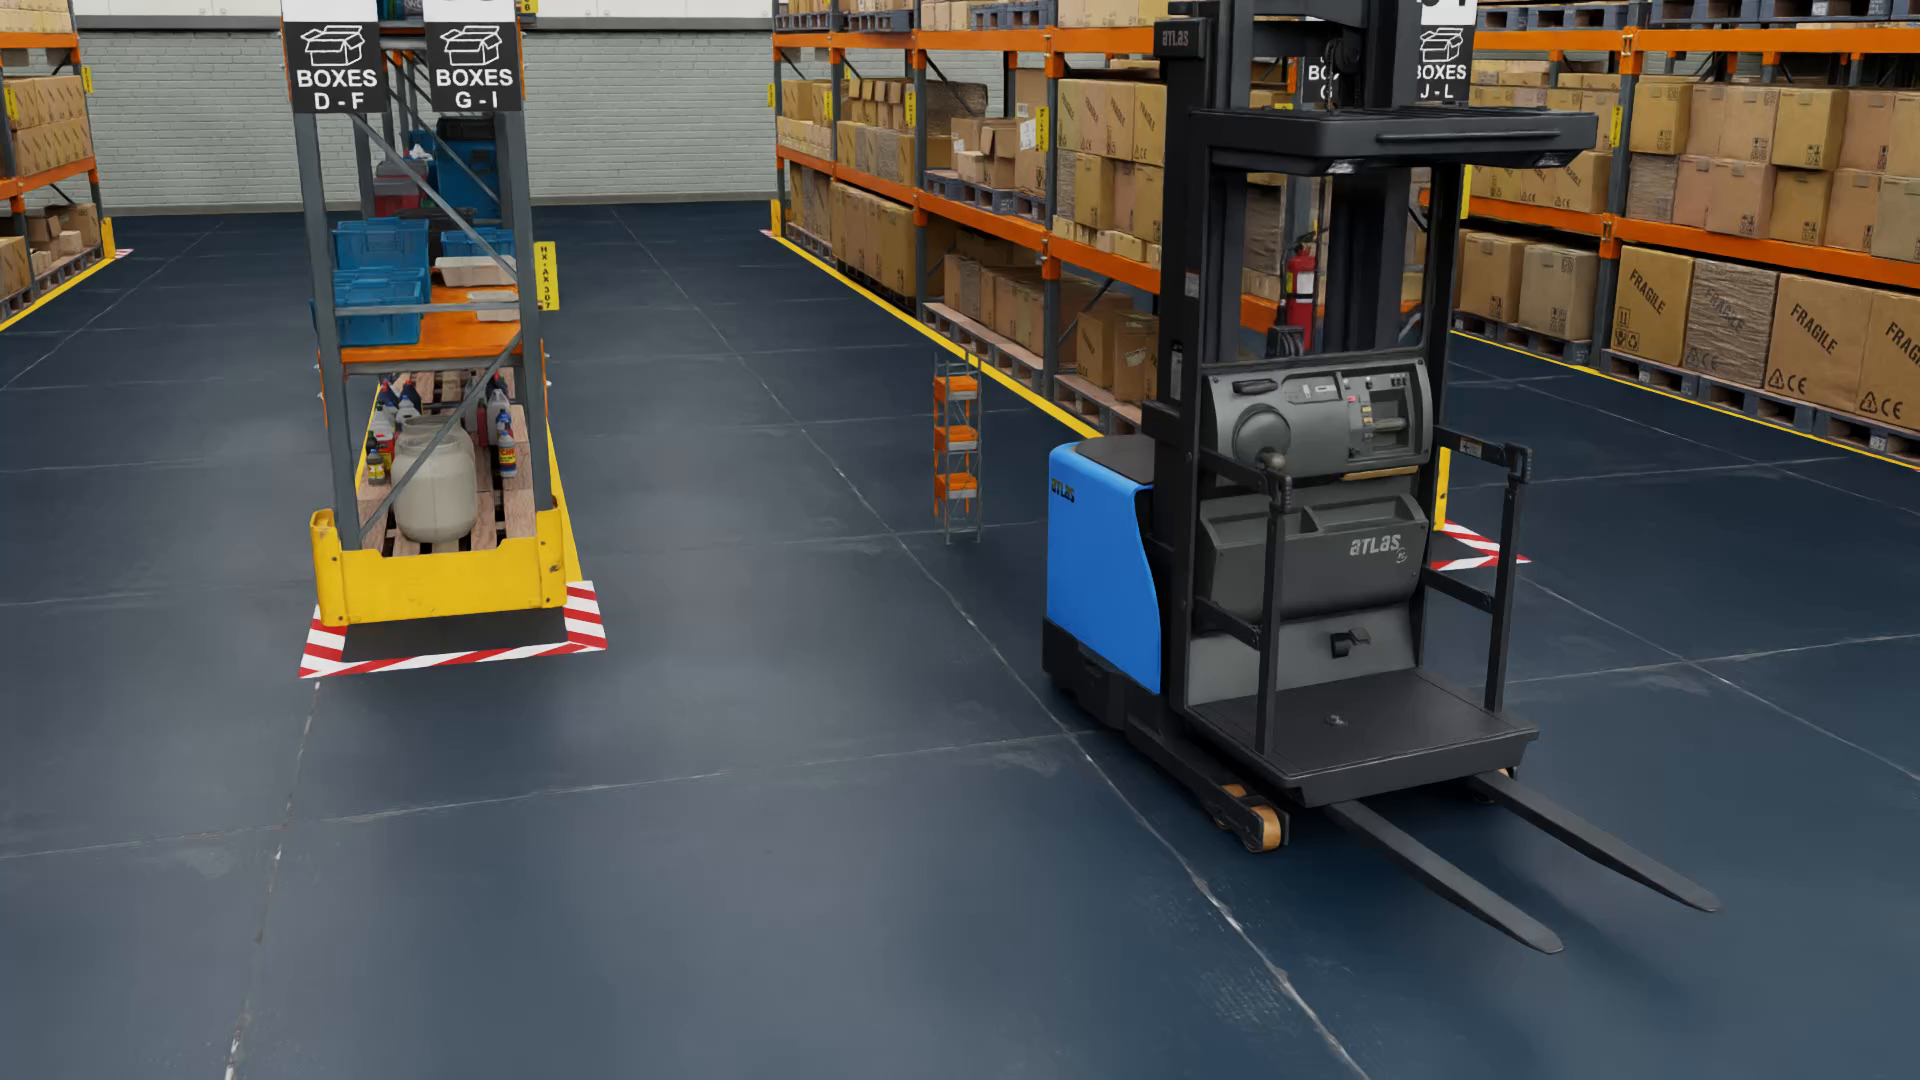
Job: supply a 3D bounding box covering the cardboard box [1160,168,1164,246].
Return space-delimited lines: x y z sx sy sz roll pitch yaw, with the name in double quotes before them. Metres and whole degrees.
"cardboard box" 1.777 -2.096 10.524 0.875 0.500 0.500 -5 17 -15

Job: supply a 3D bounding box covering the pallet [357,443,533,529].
"pallet" -3.127 -0.333 10.193 1.003 0.211 1.213 -5 17 -15

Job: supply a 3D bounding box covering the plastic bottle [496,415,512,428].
"plastic bottle" -2.832 -0.642 10.352 0.097 0.271 0.097 0 17 0

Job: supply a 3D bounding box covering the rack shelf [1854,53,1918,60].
"rack shelf" 13.803 -6.516 21.965 1.077 0.370 4.000 -5 17 -15

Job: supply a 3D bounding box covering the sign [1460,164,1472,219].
"sign" 2.772 -1.938 9.185 0.100 0.325 0.005 -5 17 -15

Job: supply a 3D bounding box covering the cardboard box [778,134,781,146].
"cardboard box" -2.366 -5.662 23.523 0.380 0.149 0.250 -4 17 -15

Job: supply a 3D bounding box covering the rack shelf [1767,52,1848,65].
"rack shelf" 10.130 -5.016 16.972 1.077 0.370 4.000 -5 17 -15

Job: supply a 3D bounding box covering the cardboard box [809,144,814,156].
"cardboard box" -1.729 -5.023 21.395 0.380 0.149 0.250 -4 17 -14

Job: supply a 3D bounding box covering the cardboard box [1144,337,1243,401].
"cardboard box" 1.634 -1.154 11.694 0.500 0.500 0.500 -6 18 -20

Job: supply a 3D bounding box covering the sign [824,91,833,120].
"sign" -1.580 -5.208 19.933 0.100 0.325 0.005 -5 17 -15

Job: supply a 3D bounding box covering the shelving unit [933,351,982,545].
"shelving unit" -0.015 -0.518 9.350 0.215 1.050 0.252 -5 17 -15

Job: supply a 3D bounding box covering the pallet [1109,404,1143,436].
"pallet" 1.709 -0.730 11.517 1.003 0.211 1.213 -5 17 -15

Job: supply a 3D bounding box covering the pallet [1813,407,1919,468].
"pallet" 6.753 -0.724 11.496 1.003 0.211 1.213 -5 17 -15

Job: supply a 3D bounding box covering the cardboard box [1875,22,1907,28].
"cardboard box" 10.027 -5.543 17.298 0.797 0.503 0.637 -5 17 -15

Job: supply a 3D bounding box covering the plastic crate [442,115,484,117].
"plastic crate" -6.637 -5.482 22.324 0.616 0.435 0.499 -5 17 -15

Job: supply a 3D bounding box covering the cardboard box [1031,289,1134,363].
"cardboard box" 1.004 -1.772 13.717 0.700 0.500 0.500 -6 18 -20

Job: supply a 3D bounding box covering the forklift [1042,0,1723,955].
"forklift" 1.401 -0.449 5.851 1.130 2.935 3.031 -7 18 -22

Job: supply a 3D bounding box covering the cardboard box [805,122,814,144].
"cardboard box" -1.706 -5.256 21.479 0.500 0.250 0.500 -4 17 -14

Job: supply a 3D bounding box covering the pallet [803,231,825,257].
"pallet" -1.520 -4.019 22.464 1.003 0.211 1.213 -5 17 -15

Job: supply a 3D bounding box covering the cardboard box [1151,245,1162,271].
"cardboard box" 1.461 -1.829 10.765 0.380 0.149 0.250 -5 17 -15

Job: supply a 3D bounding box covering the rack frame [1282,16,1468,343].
"rack frame" 2.251 -1.480 9.167 1.000 3.000 0.127 -5 17 -15

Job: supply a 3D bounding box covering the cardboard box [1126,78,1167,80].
"cardboard box" 1.540 -3.153 12.307 0.500 0.500 0.500 -5 17 -15

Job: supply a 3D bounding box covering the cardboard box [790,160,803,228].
"cardboard box" -1.893 -4.919 23.577 0.875 0.875 0.875 -5 17 -15

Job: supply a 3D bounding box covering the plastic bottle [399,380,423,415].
"plastic bottle" -3.649 -0.893 11.050 0.144 0.351 0.185 -5 17 -15

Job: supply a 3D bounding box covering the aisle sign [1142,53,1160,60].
"aisle sign" 2.919 -7.559 24.885 0.394 0.787 0.004 -5 17 -15

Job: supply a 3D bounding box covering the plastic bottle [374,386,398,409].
"plastic bottle" -3.736 -0.829 10.838 0.144 0.351 0.185 -5 18 -18

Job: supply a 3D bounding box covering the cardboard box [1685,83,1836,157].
"cardboard box" 6.280 -3.292 13.061 0.875 0.550 0.550 -5 17 -15

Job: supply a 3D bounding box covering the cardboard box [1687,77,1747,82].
"cardboard box" 9.038 -5.267 19.861 0.500 0.500 0.500 -4 17 -14

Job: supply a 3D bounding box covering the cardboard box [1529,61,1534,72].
"cardboard box" 8.123 -6.562 23.045 0.380 0.149 0.250 -4 17 -14

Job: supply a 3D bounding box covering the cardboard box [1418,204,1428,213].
"cardboard box" 4.892 -3.631 18.636 0.500 0.250 0.500 -6 18 -18

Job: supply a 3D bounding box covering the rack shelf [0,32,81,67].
"rack shelf" -11.123 -5.663 19.127 1.077 0.370 4.000 -5 17 -15

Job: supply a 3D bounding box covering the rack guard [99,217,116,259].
"rack guard" -11.651 -3.906 21.586 1.175 0.500 0.348 -5 17 -15

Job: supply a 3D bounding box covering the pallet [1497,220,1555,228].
"pallet" 8.348 -4.464 23.947 1.003 0.211 1.213 -5 17 -15

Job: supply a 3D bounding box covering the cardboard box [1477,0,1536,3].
"cardboard box" 5.115 -5.202 15.594 0.500 0.311 0.500 -5 17 -16

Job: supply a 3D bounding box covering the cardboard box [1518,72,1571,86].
"cardboard box" 8.086 -6.219 23.029 0.500 0.500 0.500 -5 17 -16

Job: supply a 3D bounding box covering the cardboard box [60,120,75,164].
"cardboard box" -11.010 -4.788 20.003 0.500 0.500 0.500 -5 17 -15

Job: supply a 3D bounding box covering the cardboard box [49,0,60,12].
"cardboard box" -11.148 -6.468 19.948 0.500 0.250 0.500 -5 17 -15

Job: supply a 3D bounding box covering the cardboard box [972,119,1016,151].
"cardboard box" 0.489 -3.650 15.484 0.700 0.500 0.500 -2 17 -7

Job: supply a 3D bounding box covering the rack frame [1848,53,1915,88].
"rack frame" 13.253 -5.977 24.135 1.000 3.000 0.127 -5 17 -15

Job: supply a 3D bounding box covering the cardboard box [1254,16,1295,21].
"cardboard box" 1.874 -2.959 9.134 0.500 0.250 0.500 -4 17 -14

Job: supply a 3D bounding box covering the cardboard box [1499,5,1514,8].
"cardboard box" 8.080 -7.689 23.537 0.797 0.503 0.637 -3 17 -11

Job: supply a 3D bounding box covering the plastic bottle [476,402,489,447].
"plastic bottle" -3.076 -0.753 10.703 0.061 0.283 0.133 -5 17 -15

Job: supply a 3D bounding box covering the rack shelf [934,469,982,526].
"rack shelf" -0.015 -0.241 9.433 0.215 0.259 0.240 -5 17 -15

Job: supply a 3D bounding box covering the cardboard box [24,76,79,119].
"cardboard box" -11.146 -5.410 20.336 0.500 0.500 0.500 -4 17 -14

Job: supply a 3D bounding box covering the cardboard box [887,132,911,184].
"cardboard box" -0.453 -3.997 17.369 0.500 0.500 0.500 -5 17 -16

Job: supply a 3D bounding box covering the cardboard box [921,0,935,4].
"cardboard box" -0.066 -5.267 15.515 0.500 0.500 0.500 -5 17 -15

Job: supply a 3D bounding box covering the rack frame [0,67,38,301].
"rack frame" -10.573 -4.018 17.613 1.000 3.000 0.127 -5 17 -15

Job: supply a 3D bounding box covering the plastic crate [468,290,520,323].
"plastic crate" -2.448 -1.236 8.810 0.298 0.136 0.250 -5 17 -15

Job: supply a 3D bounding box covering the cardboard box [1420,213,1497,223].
"cardboard box" 4.930 -3.006 17.425 1.050 0.750 0.750 -5 17 -16

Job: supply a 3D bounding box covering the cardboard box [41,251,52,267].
"cardboard box" -10.728 -3.243 19.195 0.380 0.166 0.250 -5 17 -15

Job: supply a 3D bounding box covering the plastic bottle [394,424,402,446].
"plastic bottle" -3.378 -0.552 10.034 0.061 0.283 0.133 -5 17 -15

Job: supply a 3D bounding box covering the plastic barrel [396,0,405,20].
"plastic barrel" -3.959 -3.995 11.454 0.600 0.901 0.708 -5 17 -15

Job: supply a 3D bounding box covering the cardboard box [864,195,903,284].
"cardboard box" -0.355 -3.317 18.243 1.225 0.875 0.875 -5 17 -15
